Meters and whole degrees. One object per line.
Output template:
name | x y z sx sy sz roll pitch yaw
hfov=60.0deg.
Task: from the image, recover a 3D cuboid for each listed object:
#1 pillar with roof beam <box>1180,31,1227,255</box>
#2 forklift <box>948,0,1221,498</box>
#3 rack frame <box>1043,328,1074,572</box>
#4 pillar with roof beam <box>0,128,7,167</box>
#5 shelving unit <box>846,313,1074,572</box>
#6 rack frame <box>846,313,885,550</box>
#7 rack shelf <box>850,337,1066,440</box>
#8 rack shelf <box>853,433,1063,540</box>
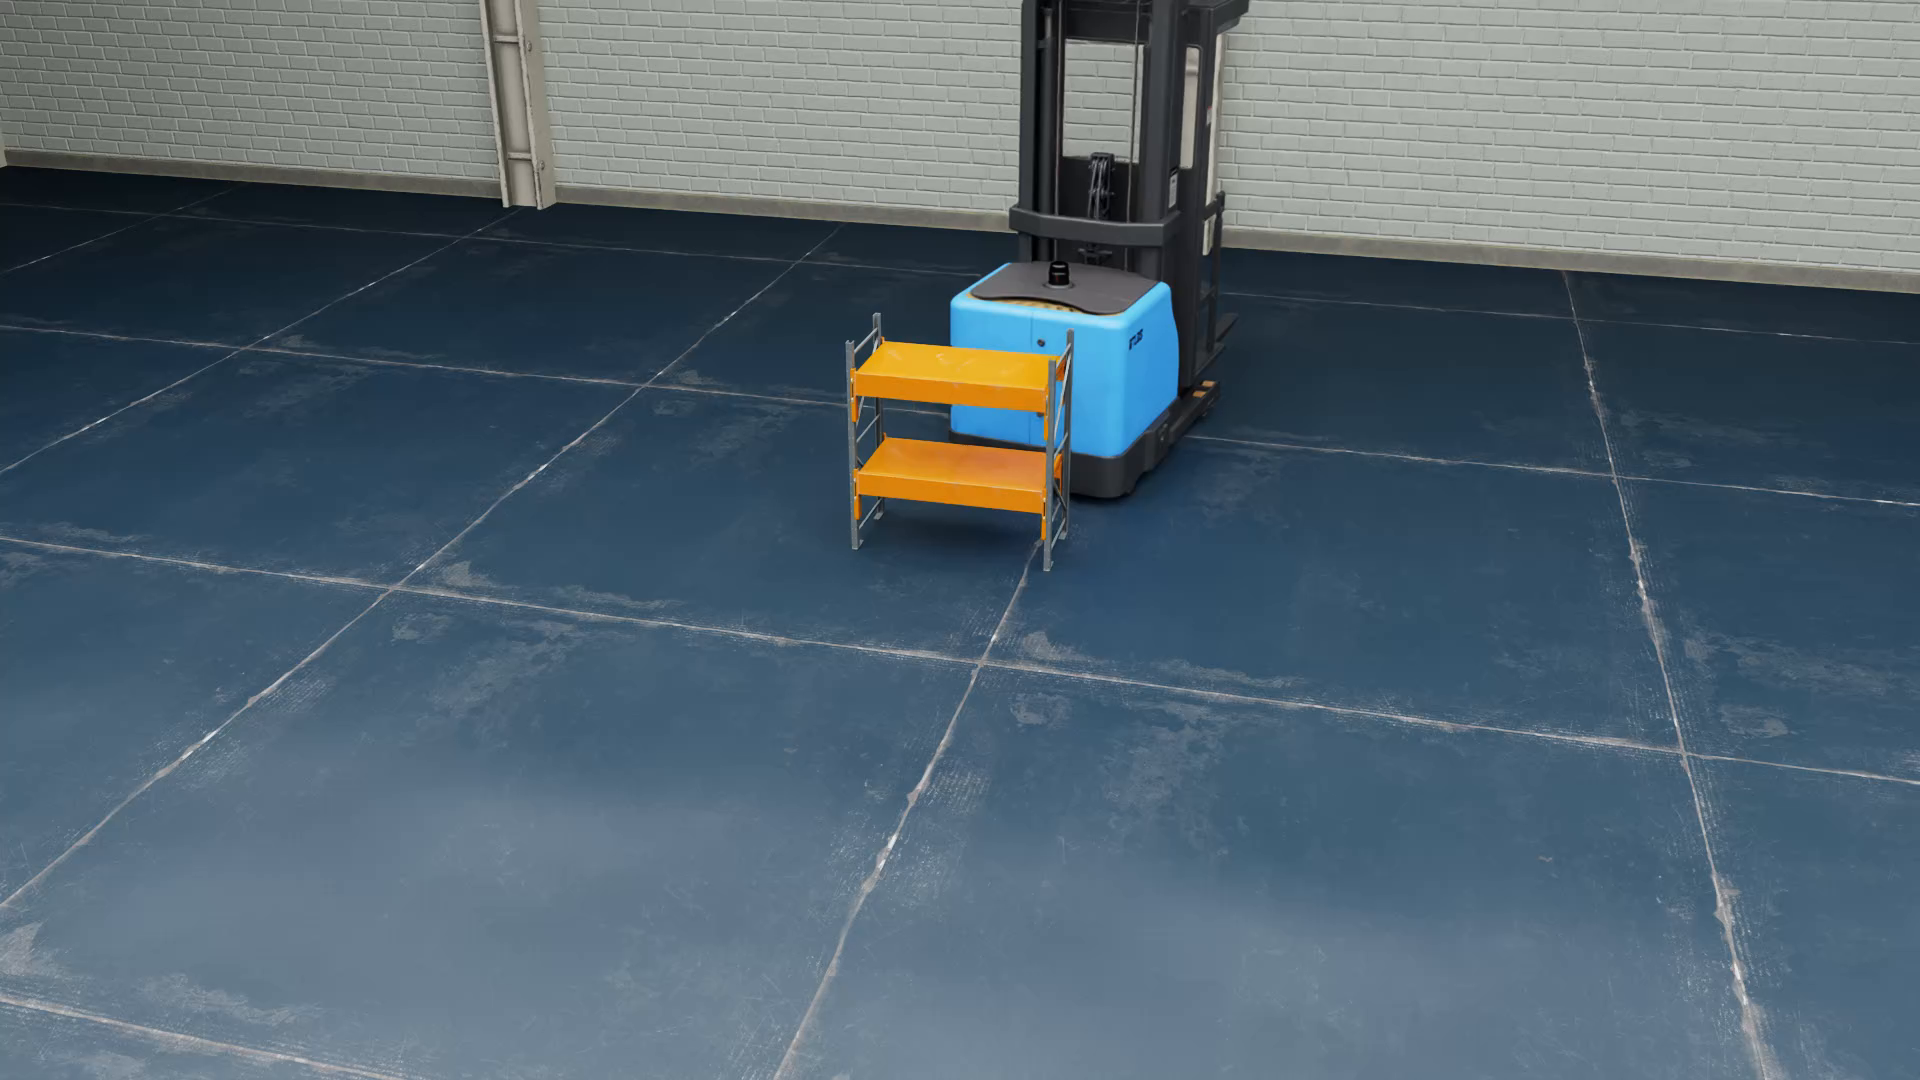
pillar with roof beam | 0.813 -4.699 8.152 0.400 9.000 9.100 6 26 13
forklift | 1.001 -2.157 9.870 1.130 2.935 3.031 11 28 22
rack frame | 0.499 -0.453 8.392 0.032 1.125 0.500 6 26 13
pillar with roof beam | -10.809 -5.984 10.850 0.400 9.000 9.100 6 26 13
shelving unit | 0.007 -0.507 8.507 1.048 1.125 0.538 6 26 13
rack frame | -0.486 -0.562 8.621 0.032 1.125 0.500 6 26 13
rack shelf | 0.007 -0.771 8.381 1.000 0.278 0.538 6 26 13
rack shelf | 0.007 -0.286 8.612 1.000 0.278 0.538 6 26 13
